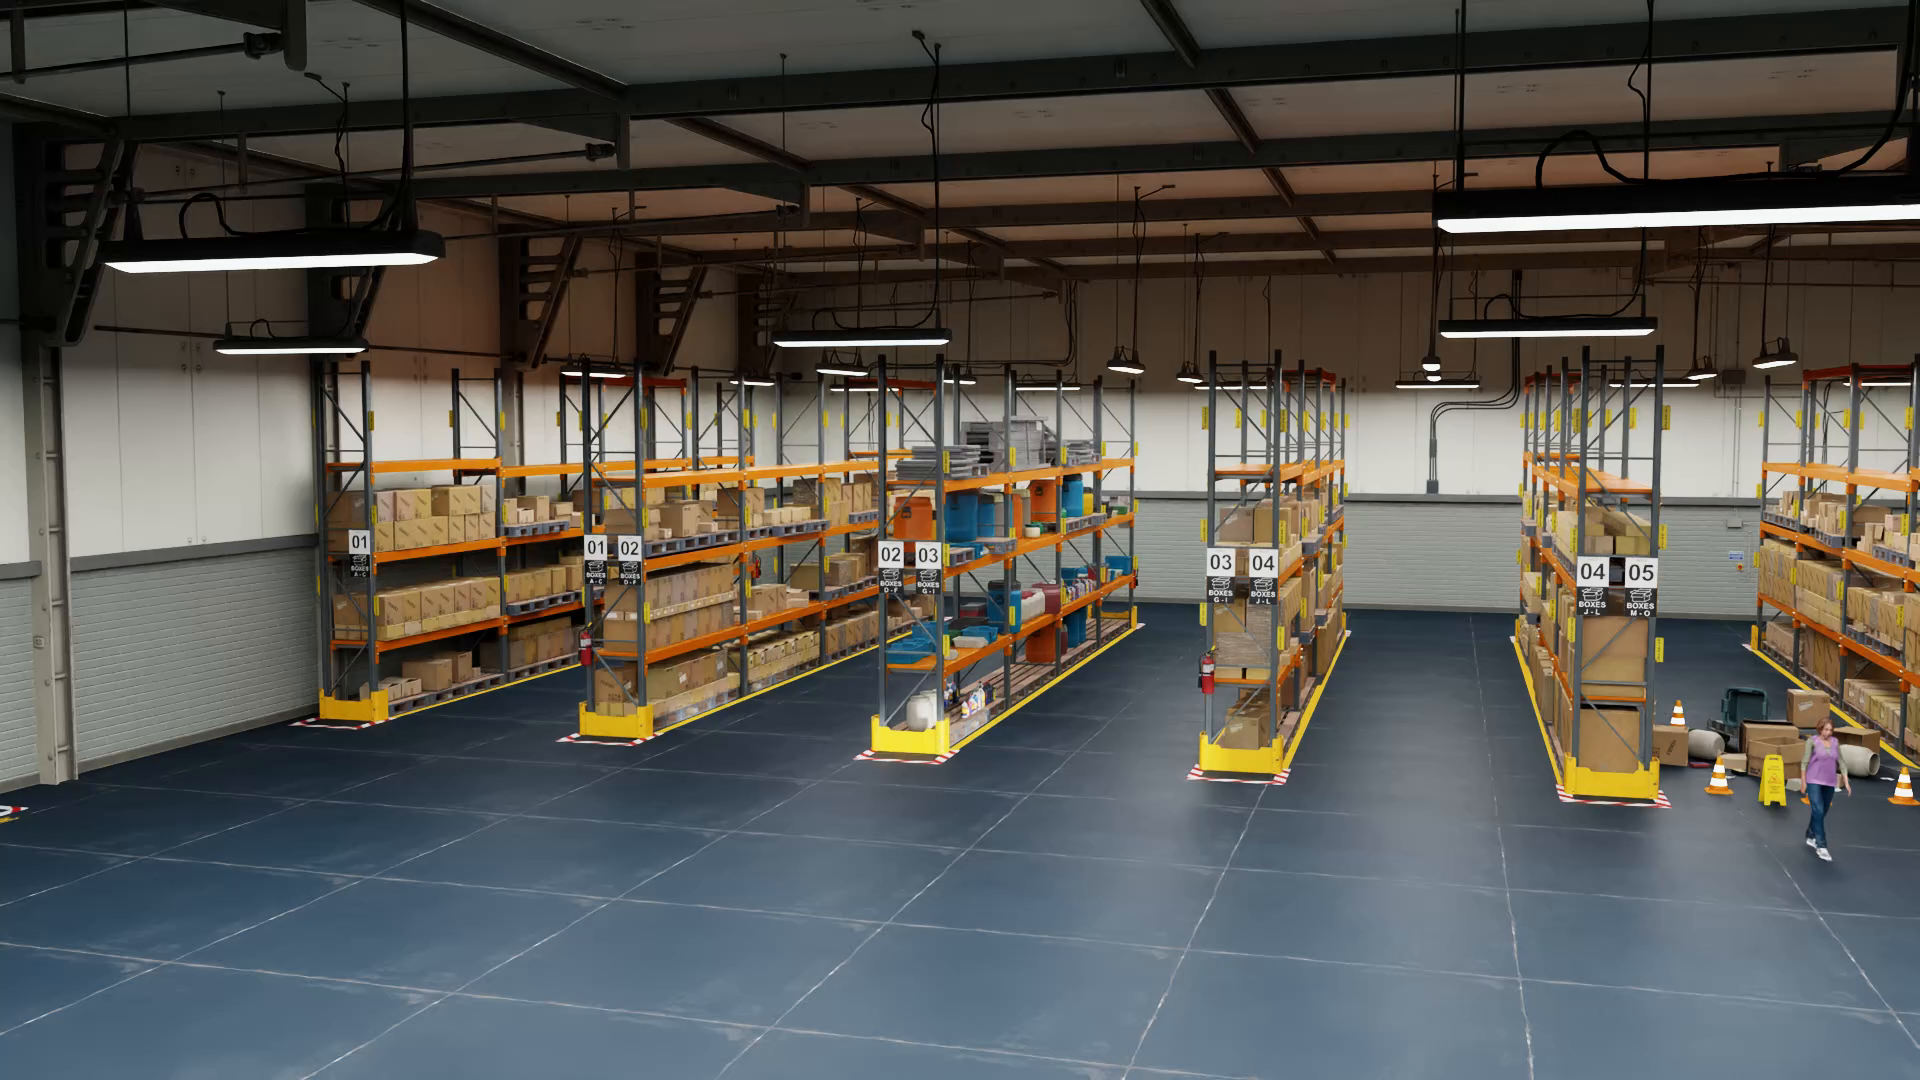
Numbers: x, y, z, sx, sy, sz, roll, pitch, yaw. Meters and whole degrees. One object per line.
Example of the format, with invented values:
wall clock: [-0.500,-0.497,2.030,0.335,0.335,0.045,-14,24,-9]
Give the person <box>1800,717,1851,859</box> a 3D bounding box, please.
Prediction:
person: [9.986,2.855,19.211,0.465,1.549,0.672,0,4,-2]
